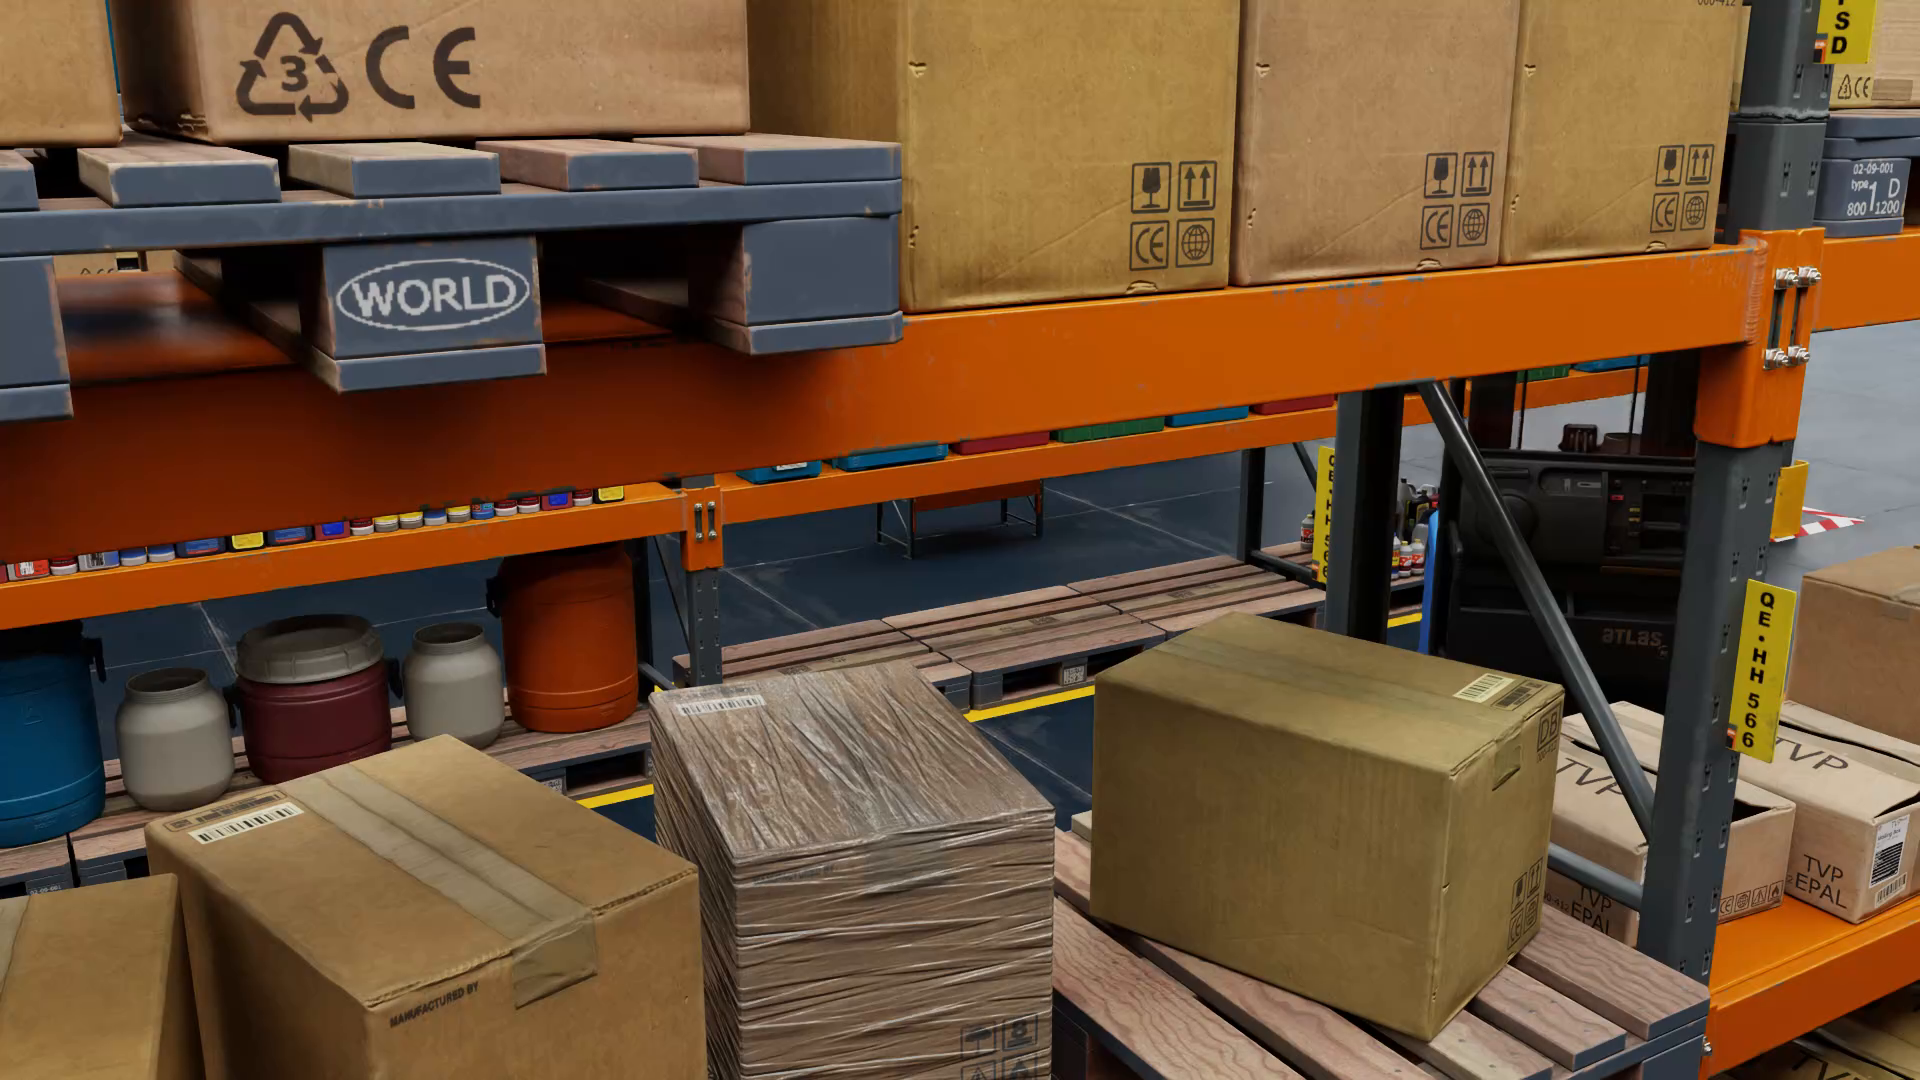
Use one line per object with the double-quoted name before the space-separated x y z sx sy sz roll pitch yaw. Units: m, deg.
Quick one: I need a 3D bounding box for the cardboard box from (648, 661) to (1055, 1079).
"cardboard box" -0.207 0.579 2.825 0.500 0.500 0.700 -6 17 -19

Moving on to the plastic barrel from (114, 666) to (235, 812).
"plastic barrel" -3.208 0.810 6.795 0.421 0.512 0.421 0 16 0

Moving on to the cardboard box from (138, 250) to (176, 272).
"cardboard box" -5.137 -2.003 10.956 0.637 0.503 0.797 -9 18 -28

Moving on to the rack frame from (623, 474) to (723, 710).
"rack frame" -1.391 -0.514 7.686 0.127 3.000 1.000 -9 18 -30

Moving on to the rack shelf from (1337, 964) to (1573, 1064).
"rack shelf" -0.558 1.257 2.702 4.000 0.370 1.077 -9 18 -30

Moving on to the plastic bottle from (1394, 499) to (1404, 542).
"plastic bottle" 2.704 -0.123 10.521 0.135 0.276 0.152 -9 18 -30

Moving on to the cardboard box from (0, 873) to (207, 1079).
"cardboard box" -1.194 0.814 1.986 0.500 0.500 0.700 -6 17 -21

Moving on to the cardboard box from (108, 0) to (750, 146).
"cardboard box" -0.660 -0.793 1.977 0.600 0.600 0.600 -10 19 -32

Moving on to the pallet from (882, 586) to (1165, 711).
"pallet" 0.338 0.561 9.016 1.213 0.211 1.003 -9 18 -30

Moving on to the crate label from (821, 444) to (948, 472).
"crate label" -0.400 -0.607 7.951 0.616 0.435 0.502 -9 18 -30

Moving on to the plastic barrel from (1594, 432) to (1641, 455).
"plastic barrel" 4.512 -0.452 11.295 0.421 0.512 0.421 0 16 0

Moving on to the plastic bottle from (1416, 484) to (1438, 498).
"plastic bottle" 3.024 -0.220 10.868 0.135 0.276 0.152 -9 18 -29

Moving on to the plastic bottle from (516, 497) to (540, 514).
"plastic bottle" -1.824 -0.220 7.004 0.097 0.201 0.097 0 16 0

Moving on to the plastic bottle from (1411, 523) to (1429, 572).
"plastic bottle" 2.800 0.035 9.957 0.135 0.276 0.152 -8 18 -28

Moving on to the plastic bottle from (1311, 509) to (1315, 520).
"plastic bottle" 2.280 -0.117 10.488 0.133 0.283 0.061 -8 18 -27

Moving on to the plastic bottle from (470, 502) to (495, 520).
"plastic bottle" -1.991 -0.226 6.898 0.097 0.271 0.097 0 16 0

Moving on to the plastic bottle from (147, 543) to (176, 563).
"plastic bottle" -3.037 -0.057 6.293 0.097 0.271 0.097 0 16 0

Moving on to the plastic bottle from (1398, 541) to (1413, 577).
"plastic bottle" 2.624 0.108 9.835 0.097 0.201 0.097 0 16 0

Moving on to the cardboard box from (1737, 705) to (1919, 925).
"cardboard box" 2.023 0.596 3.892 0.500 0.311 0.500 -9 18 -30

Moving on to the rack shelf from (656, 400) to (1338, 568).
"rack shelf" 0.323 -0.446 8.775 4.000 0.370 1.077 -9 18 -30

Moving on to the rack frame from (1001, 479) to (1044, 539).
"rack frame" 0.430 -0.611 11.507 0.032 1.125 0.500 -9 18 -30

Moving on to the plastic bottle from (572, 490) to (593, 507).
"plastic bottle" -1.626 -0.252 7.118 0.097 0.201 0.097 0 16 0

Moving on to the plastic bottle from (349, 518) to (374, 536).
"plastic bottle" -2.408 -0.125 6.666 0.097 0.201 0.097 0 16 0

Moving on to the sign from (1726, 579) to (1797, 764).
"sign" 1.444 0.237 3.007 0.005 0.325 0.100 -9 18 -30

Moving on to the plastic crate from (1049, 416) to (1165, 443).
"plastic crate" 0.690 -0.661 8.602 0.662 0.188 0.450 -9 18 -30

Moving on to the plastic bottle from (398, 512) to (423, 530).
"plastic bottle" -2.241 -0.152 6.763 0.097 0.201 0.097 0 16 0

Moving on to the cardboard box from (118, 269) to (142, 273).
"cardboard box" -5.377 -1.559 11.230 0.500 0.500 0.500 -10 18 -31

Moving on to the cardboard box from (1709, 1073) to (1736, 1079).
"cardboard box" 1.757 1.479 3.852 0.500 0.311 0.500 -9 18 -28

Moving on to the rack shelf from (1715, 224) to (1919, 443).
"rack shelf" 2.871 -0.744 4.280 4.000 0.370 1.077 -9 18 -30

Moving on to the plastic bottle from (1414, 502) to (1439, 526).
"plastic bottle" 2.869 -0.056 10.145 0.185 0.351 0.144 -9 18 -30

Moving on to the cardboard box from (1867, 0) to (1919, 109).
"cardboard box" 1.957 -1.095 3.701 0.500 0.250 0.500 -9 18 -28

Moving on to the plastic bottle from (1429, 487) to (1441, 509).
"plastic bottle" 3.079 -0.199 10.780 0.133 0.283 0.061 -9 18 -30

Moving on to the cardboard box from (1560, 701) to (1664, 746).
"cardboard box" 1.785 0.564 4.304 0.250 0.149 0.380 -9 18 -30

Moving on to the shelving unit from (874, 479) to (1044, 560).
"shelving unit" -0.006 -0.541 11.255 1.048 1.125 0.538 -9 18 -30

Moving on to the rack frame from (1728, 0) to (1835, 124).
"rack frame" 1.157 -2.256 2.787 0.127 3.000 1.000 -9 18 -30

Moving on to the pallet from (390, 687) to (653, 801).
"pallet" -2.045 0.948 7.638 1.213 0.211 1.003 -9 18 -30

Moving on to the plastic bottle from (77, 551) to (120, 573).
"plastic bottle" -3.234 -0.035 6.209 0.135 0.276 0.152 -9 18 -30

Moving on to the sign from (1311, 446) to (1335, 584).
"sign" 0.868 -0.053 3.896 0.005 0.325 0.100 -9 18 -30

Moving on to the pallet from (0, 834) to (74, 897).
"pallet" -4.137 1.287 6.428 1.213 0.211 1.003 -9 18 -30

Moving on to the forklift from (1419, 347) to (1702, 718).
"forklift" 2.431 -0.121 6.410 1.130 2.935 3.031 4 16 12

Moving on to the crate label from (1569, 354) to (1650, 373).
"crate label" 4.028 -1.325 10.513 0.616 0.435 0.502 -9 18 -30

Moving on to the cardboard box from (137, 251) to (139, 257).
"cardboard box" -7.245 -2.624 14.902 0.250 0.149 0.380 -9 18 -30

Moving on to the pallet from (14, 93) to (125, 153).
"pallet" -3.227 -1.601 6.358 1.213 0.211 1.003 -9 18 -30

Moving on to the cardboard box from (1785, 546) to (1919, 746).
"cardboard box" 2.587 0.347 4.428 0.500 0.500 0.500 -10 19 -33

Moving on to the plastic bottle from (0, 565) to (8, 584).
"plastic bottle" -3.524 0.022 5.989 0.133 0.283 0.061 -9 18 -30

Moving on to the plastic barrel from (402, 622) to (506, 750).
"plastic barrel" -2.240 0.653 7.355 0.421 0.512 0.421 0 16 0

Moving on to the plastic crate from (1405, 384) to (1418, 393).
"plastic crate" 2.552 -1.084 9.833 0.504 0.338 0.767 -9 18 -30

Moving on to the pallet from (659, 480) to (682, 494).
"pallet" -2.227 -0.594 13.138 1.213 0.211 1.003 -9 18 -30

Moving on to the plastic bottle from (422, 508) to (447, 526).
"plastic bottle" -2.158 -0.199 6.801 0.097 0.271 0.097 0 16 0

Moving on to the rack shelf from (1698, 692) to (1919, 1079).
"rack shelf" 2.871 0.701 4.685 4.000 0.370 1.077 -9 18 -30

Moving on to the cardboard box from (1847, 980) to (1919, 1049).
"cardboard box" 2.641 1.334 4.371 0.500 0.311 0.500 -10 18 -31

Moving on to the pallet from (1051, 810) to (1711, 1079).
"pallet" 0.612 0.835 3.228 1.003 0.211 1.213 -9 18 -30

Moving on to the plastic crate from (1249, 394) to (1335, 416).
"plastic crate" 1.780 -0.963 9.169 0.583 0.464 0.402 -9 18 -30

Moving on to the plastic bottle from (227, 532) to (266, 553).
"plastic bottle" -2.771 -0.100 6.425 0.133 0.283 0.061 -9 18 -30

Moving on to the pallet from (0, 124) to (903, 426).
"pallet" -0.789 -0.385 2.015 1.003 0.211 1.213 -9 18 -30

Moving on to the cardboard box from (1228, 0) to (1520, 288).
"cardboard box" 0.363 -0.721 2.681 0.500 0.500 0.910 -9 18 -30

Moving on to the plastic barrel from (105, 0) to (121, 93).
"plastic barrel" -3.435 -2.119 6.146 0.708 0.901 0.600 -9 18 -30
